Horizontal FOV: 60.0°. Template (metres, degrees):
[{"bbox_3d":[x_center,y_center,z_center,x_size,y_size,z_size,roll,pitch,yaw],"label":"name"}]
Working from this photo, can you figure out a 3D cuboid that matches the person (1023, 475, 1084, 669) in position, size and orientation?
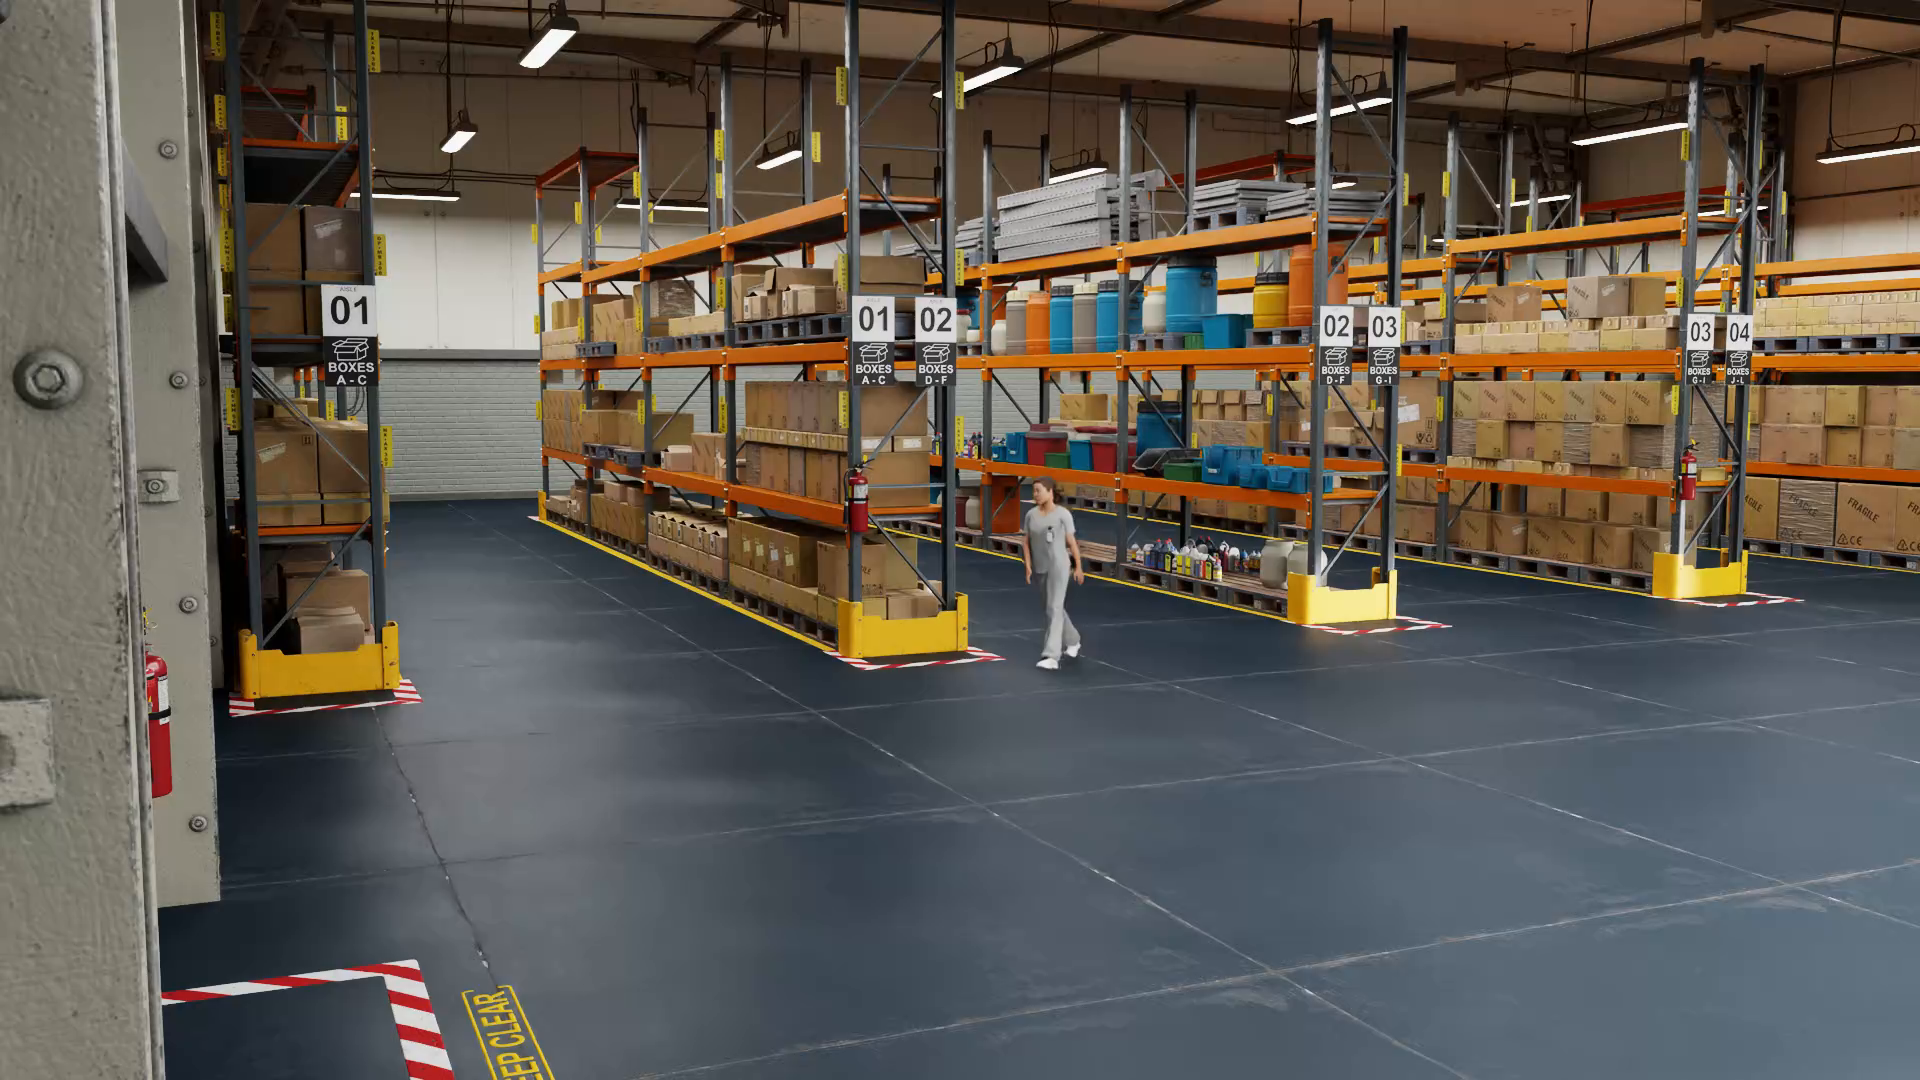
[{"bbox_3d":[0.777,0.257,14.298,0.494,1.626,0.926,3,6,30],"label":"person"}]
